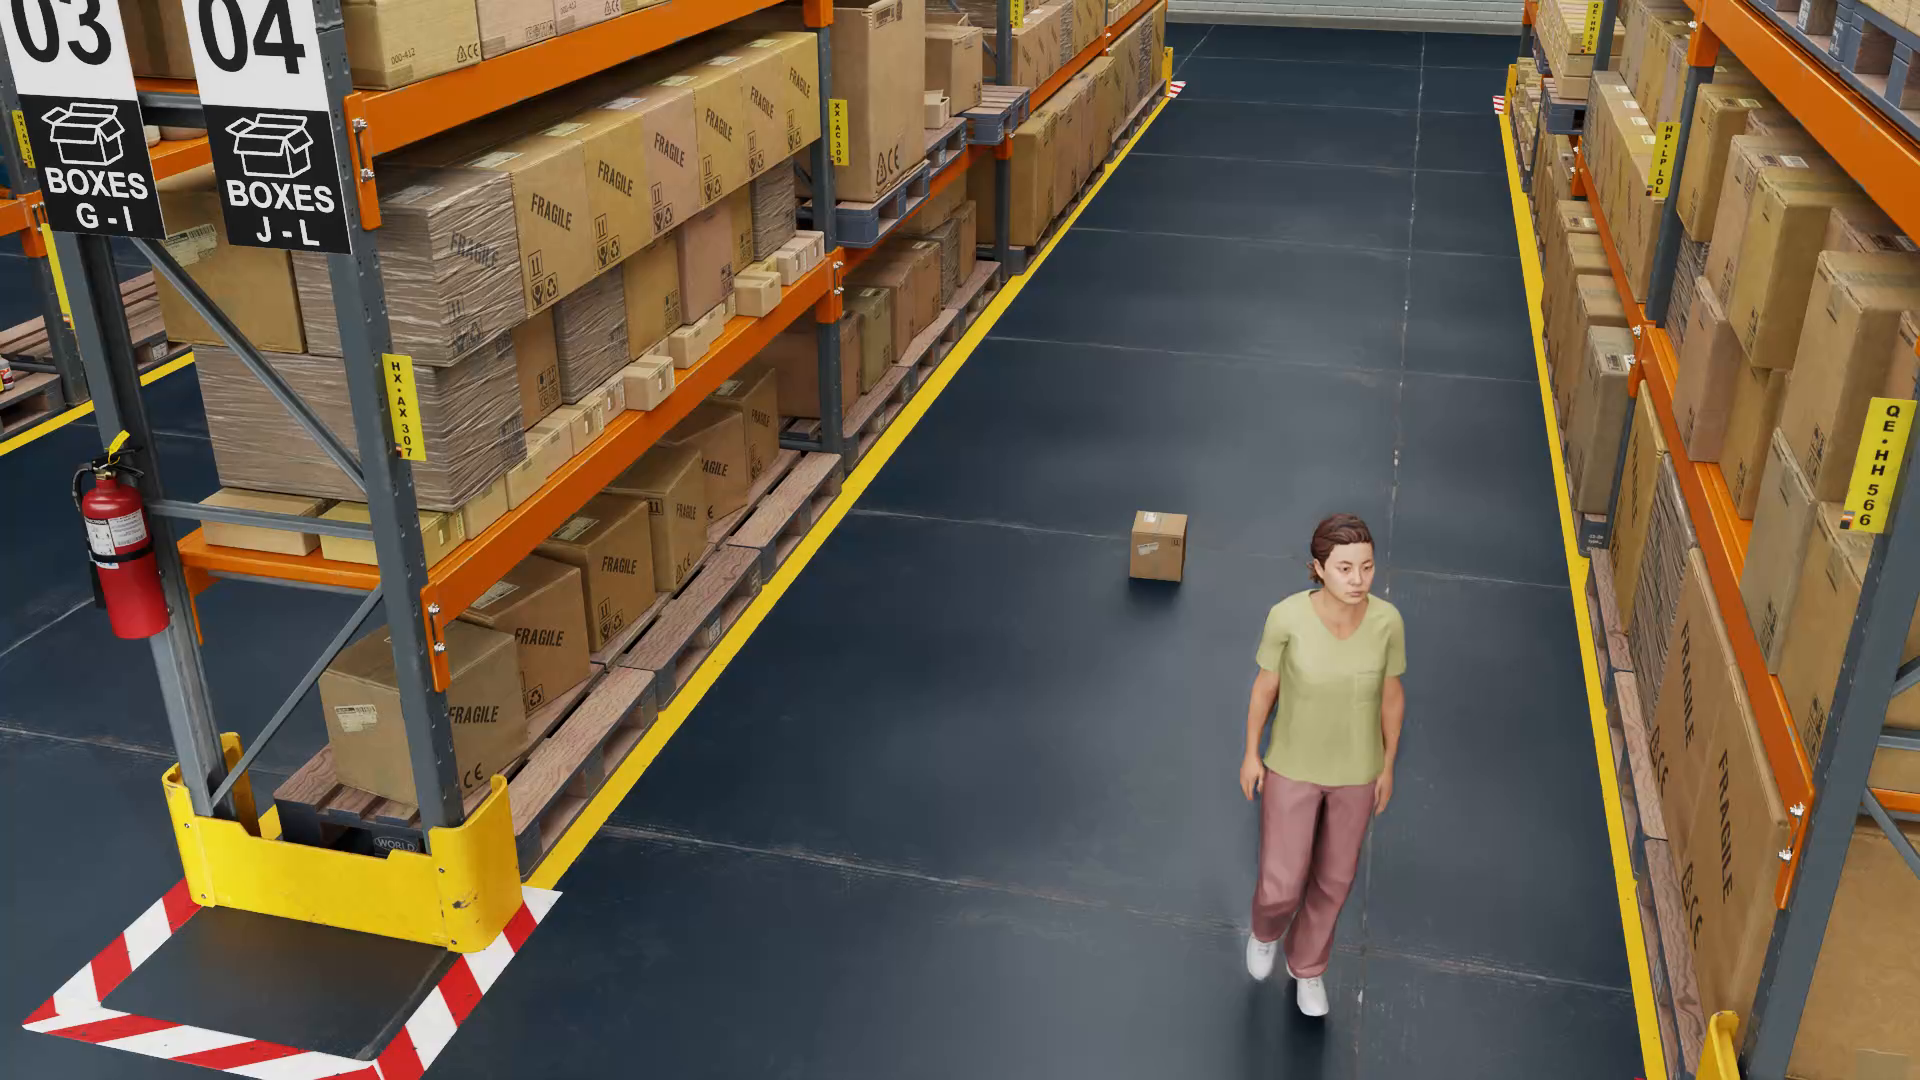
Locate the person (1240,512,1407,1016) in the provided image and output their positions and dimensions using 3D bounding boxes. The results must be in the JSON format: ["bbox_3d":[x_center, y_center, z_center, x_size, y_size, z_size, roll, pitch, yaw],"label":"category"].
[{"bbox_3d":[1.104,0.712,5.047,0.471,1.664,0.456,-1,25,-1],"label":"person"}]
